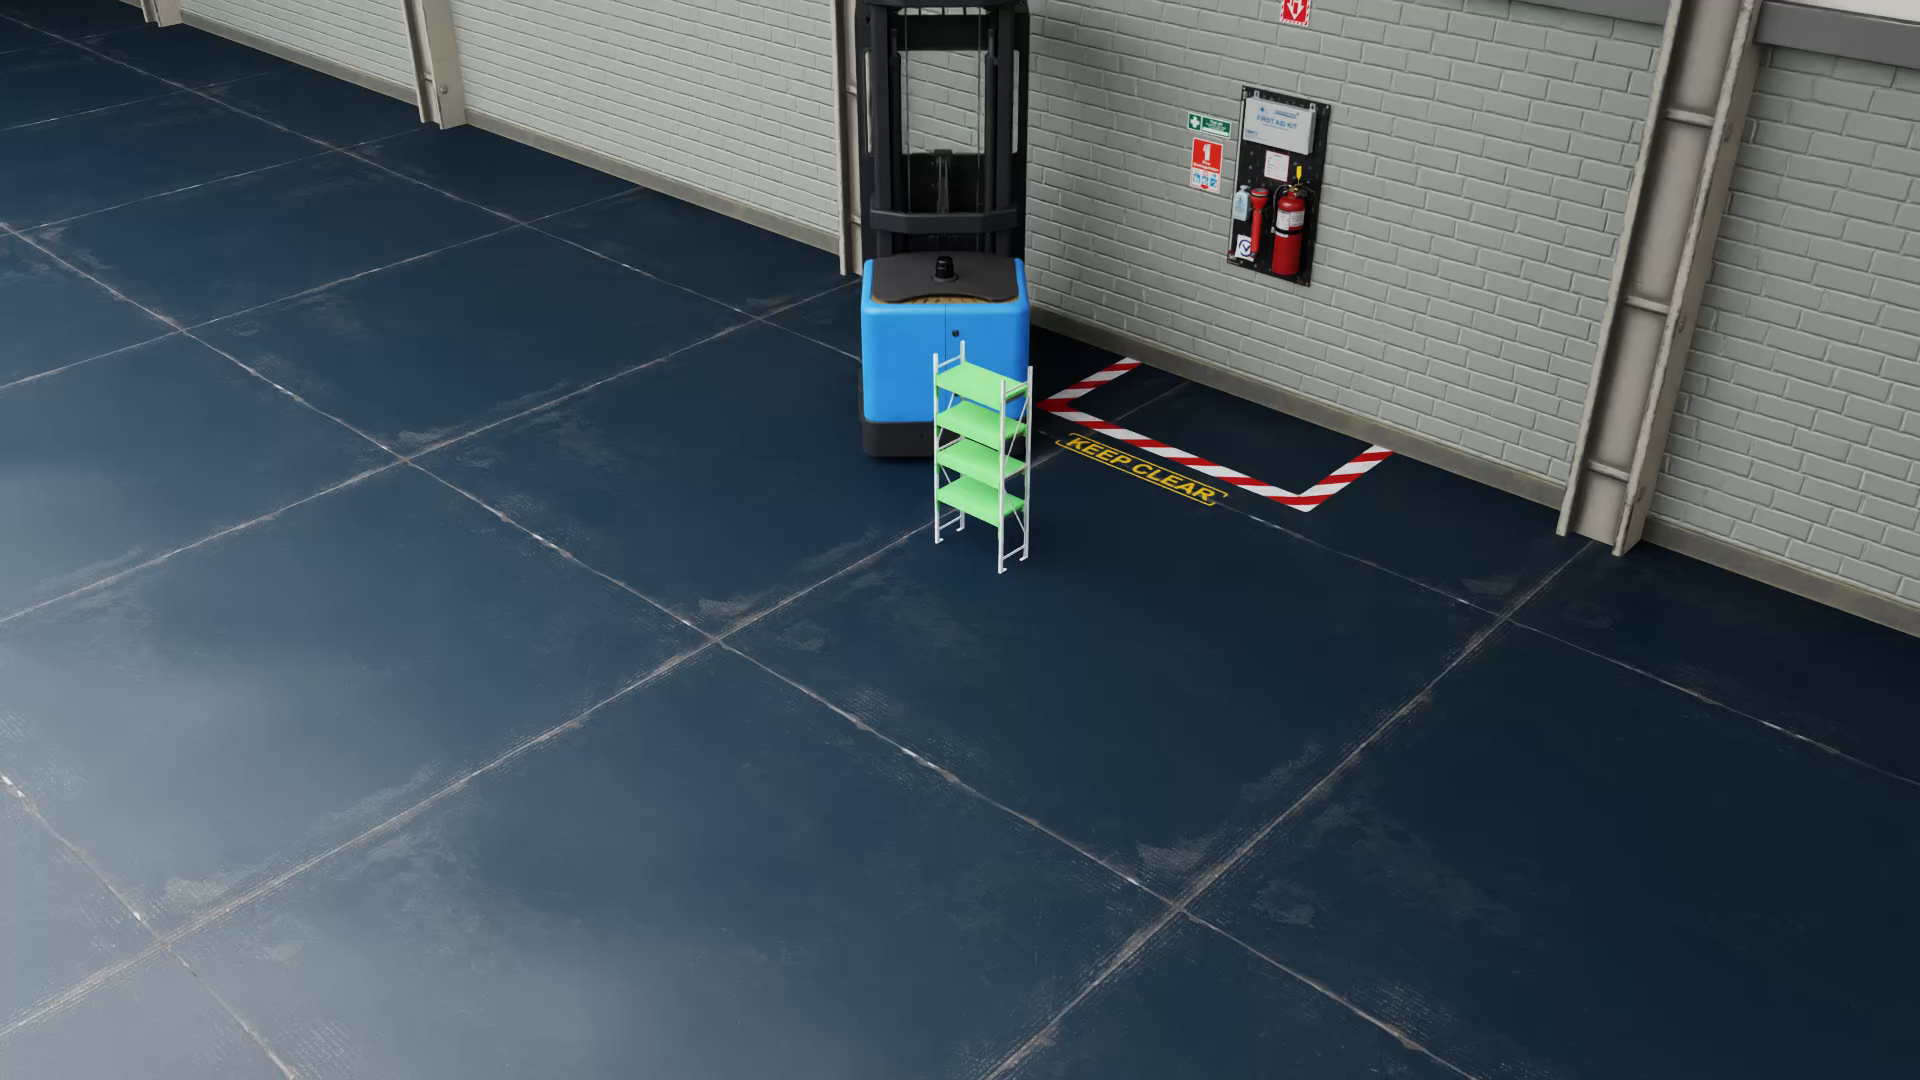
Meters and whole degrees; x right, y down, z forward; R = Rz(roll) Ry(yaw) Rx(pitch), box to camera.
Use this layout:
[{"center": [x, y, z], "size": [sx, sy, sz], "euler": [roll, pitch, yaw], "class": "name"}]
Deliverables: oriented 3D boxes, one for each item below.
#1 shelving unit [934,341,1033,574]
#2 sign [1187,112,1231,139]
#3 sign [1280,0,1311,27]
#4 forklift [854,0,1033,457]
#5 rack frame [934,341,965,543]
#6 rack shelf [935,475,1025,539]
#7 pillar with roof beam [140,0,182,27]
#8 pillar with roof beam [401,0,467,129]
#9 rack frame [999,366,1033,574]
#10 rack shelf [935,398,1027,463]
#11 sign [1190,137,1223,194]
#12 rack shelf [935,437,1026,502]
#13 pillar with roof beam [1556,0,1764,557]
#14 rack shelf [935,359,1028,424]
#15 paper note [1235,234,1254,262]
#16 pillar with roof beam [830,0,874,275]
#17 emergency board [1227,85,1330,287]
[{"center": [0.123, -0.457, 9.290], "size": [0.503, 1.200, 0.258], "euler": [25, 39, 35], "class": "shelving unit"}, {"center": [1.595, -2.653, 10.644], "size": [0.331, 0.109, 0.001], "euler": [25, 39, 35], "class": "sign"}, {"center": [1.999, -3.218, 9.885], "size": [0.199, 0.298, 0.001], "euler": [25, 39, 35], "class": "sign"}, {"center": [-0.116, -2.499, 11.004], "size": [1.130, 2.935, 3.031], "euler": [-1, 31, -1], "class": "forklift"}, {"center": [-0.058, -0.541, 9.430], "size": [0.015, 1.200, 0.240], "euler": [25, 39, 35], "class": "rack frame"}, {"center": [0.123, -0.196, 9.447], "size": [0.480, 0.148, 0.258], "euler": [25, 39, 35], "class": "rack shelf"}, {"center": [-12.490, -8.468, 15.036], "size": [0.400, 9.000, 9.100], "euler": [25, 39, 35], "class": "pillar with roof beam"}, {"center": [-8.041, -6.392, 11.587], "size": [0.400, 9.000, 9.100], "euler": [25, 39, 35], "class": "pillar with roof beam"}, {"center": [0.304, -0.372, 9.150], "size": [0.015, 1.200, 0.240], "euler": [25, 39, 35], "class": "rack frame"}, {"center": [0.123, -0.608, 9.199], "size": [0.480, 0.148, 0.258], "euler": [25, 39, 35], "class": "rack shelf"}, {"center": [1.597, -2.430, 10.789], "size": [0.234, 0.329, 0.001], "euler": [25, 39, 35], "class": "sign"}, {"center": [0.123, -0.402, 9.323], "size": [0.480, 0.148, 0.258], "euler": [25, 39, 35], "class": "rack shelf"}, {"center": [0.856, -2.239, 4.688], "size": [0.400, 9.000, 9.100], "euler": [25, 39, 35], "class": "pillar with roof beam"}, {"center": [0.123, -0.813, 9.075], "size": [0.480, 0.148, 0.258], "euler": [25, 39, 35], "class": "rack shelf"}, {"center": [1.853, -1.895, 10.788], "size": [0.142, 0.148, 0.016], "euler": [25, 39, 35], "class": "paper note"}, {"center": [-3.593, -4.315, 8.137], "size": [0.400, 9.000, 9.100], "euler": [25, 39, 35], "class": "pillar with roof beam"}, {"center": [1.938, -2.184, 10.415], "size": [0.643, 1.169, 0.194], "euler": [25, 39, 35], "class": "emergency board"}]
